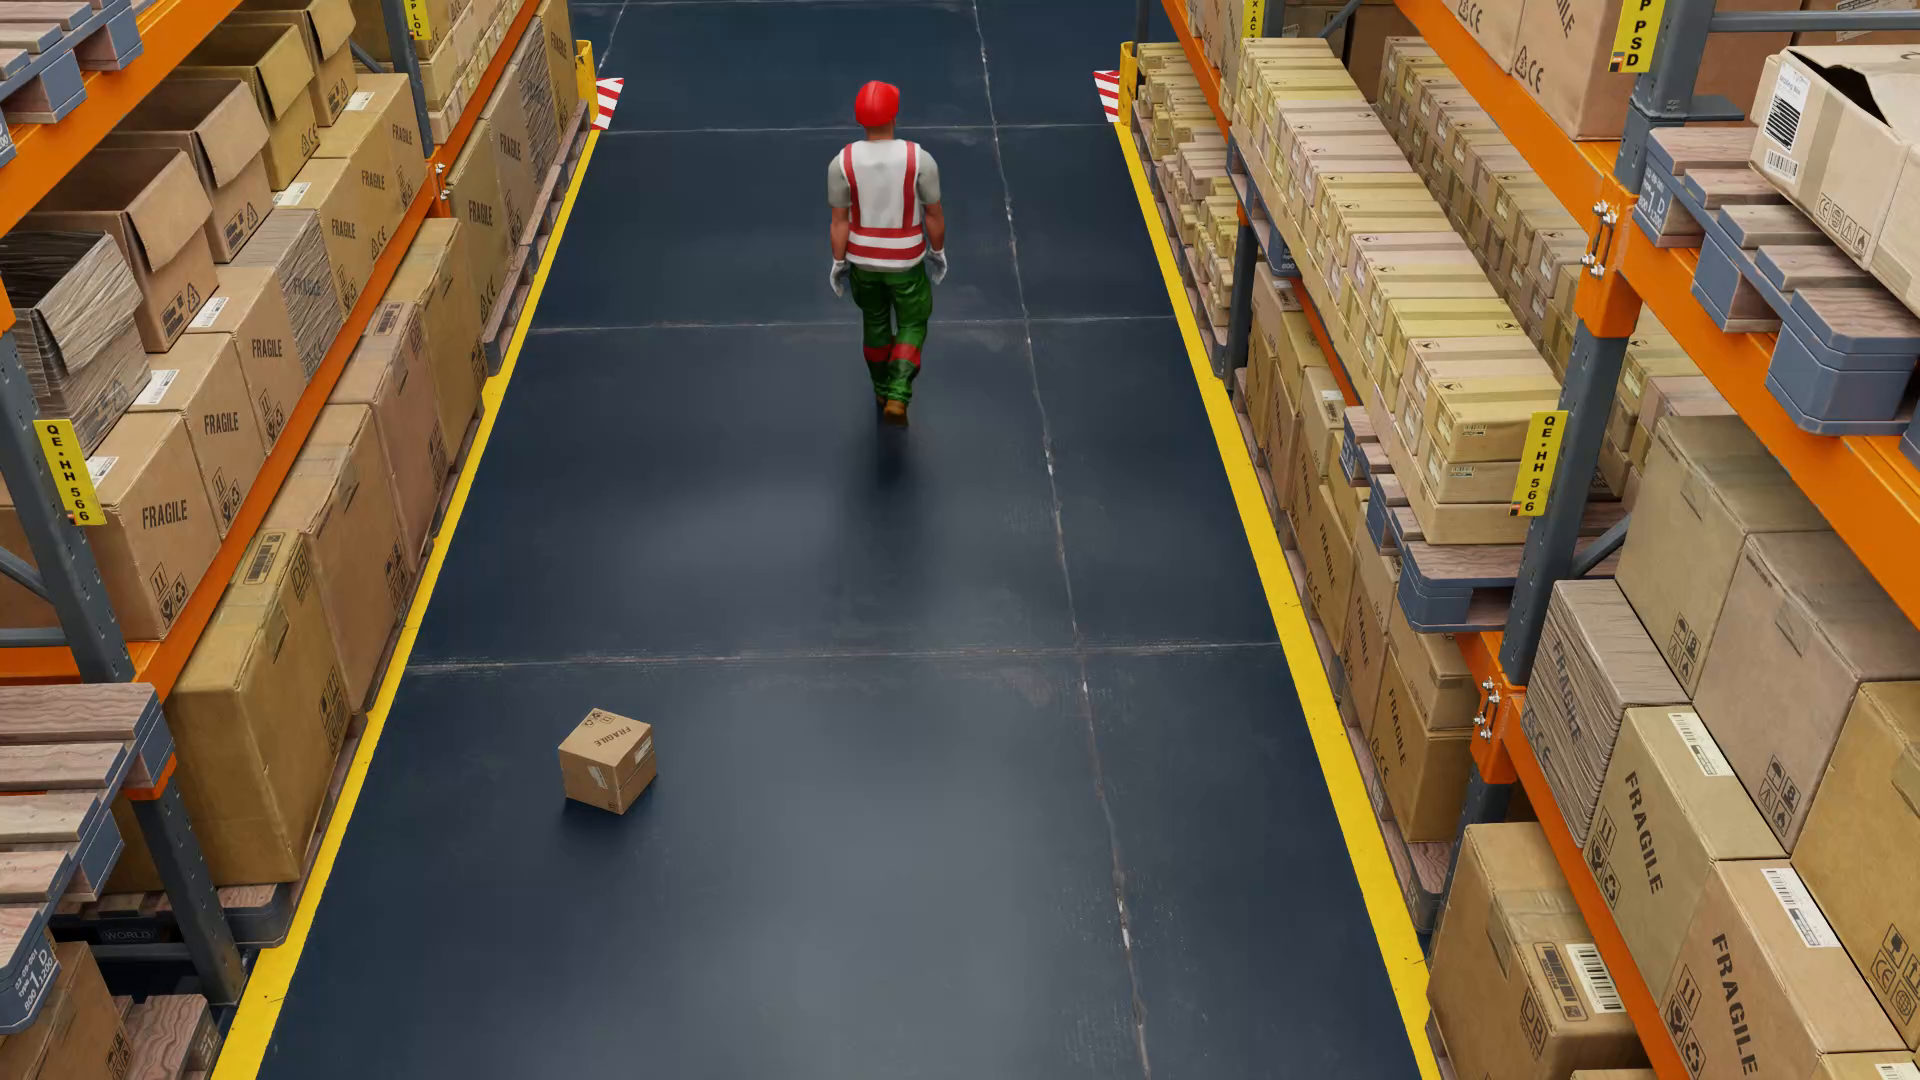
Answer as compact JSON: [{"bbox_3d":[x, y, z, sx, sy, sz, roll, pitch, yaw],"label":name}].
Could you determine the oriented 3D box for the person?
[{"bbox_3d":[-0.350,-1.353,8.048,0.560,1.768,0.838,3,35,4],"label":"person"}]
